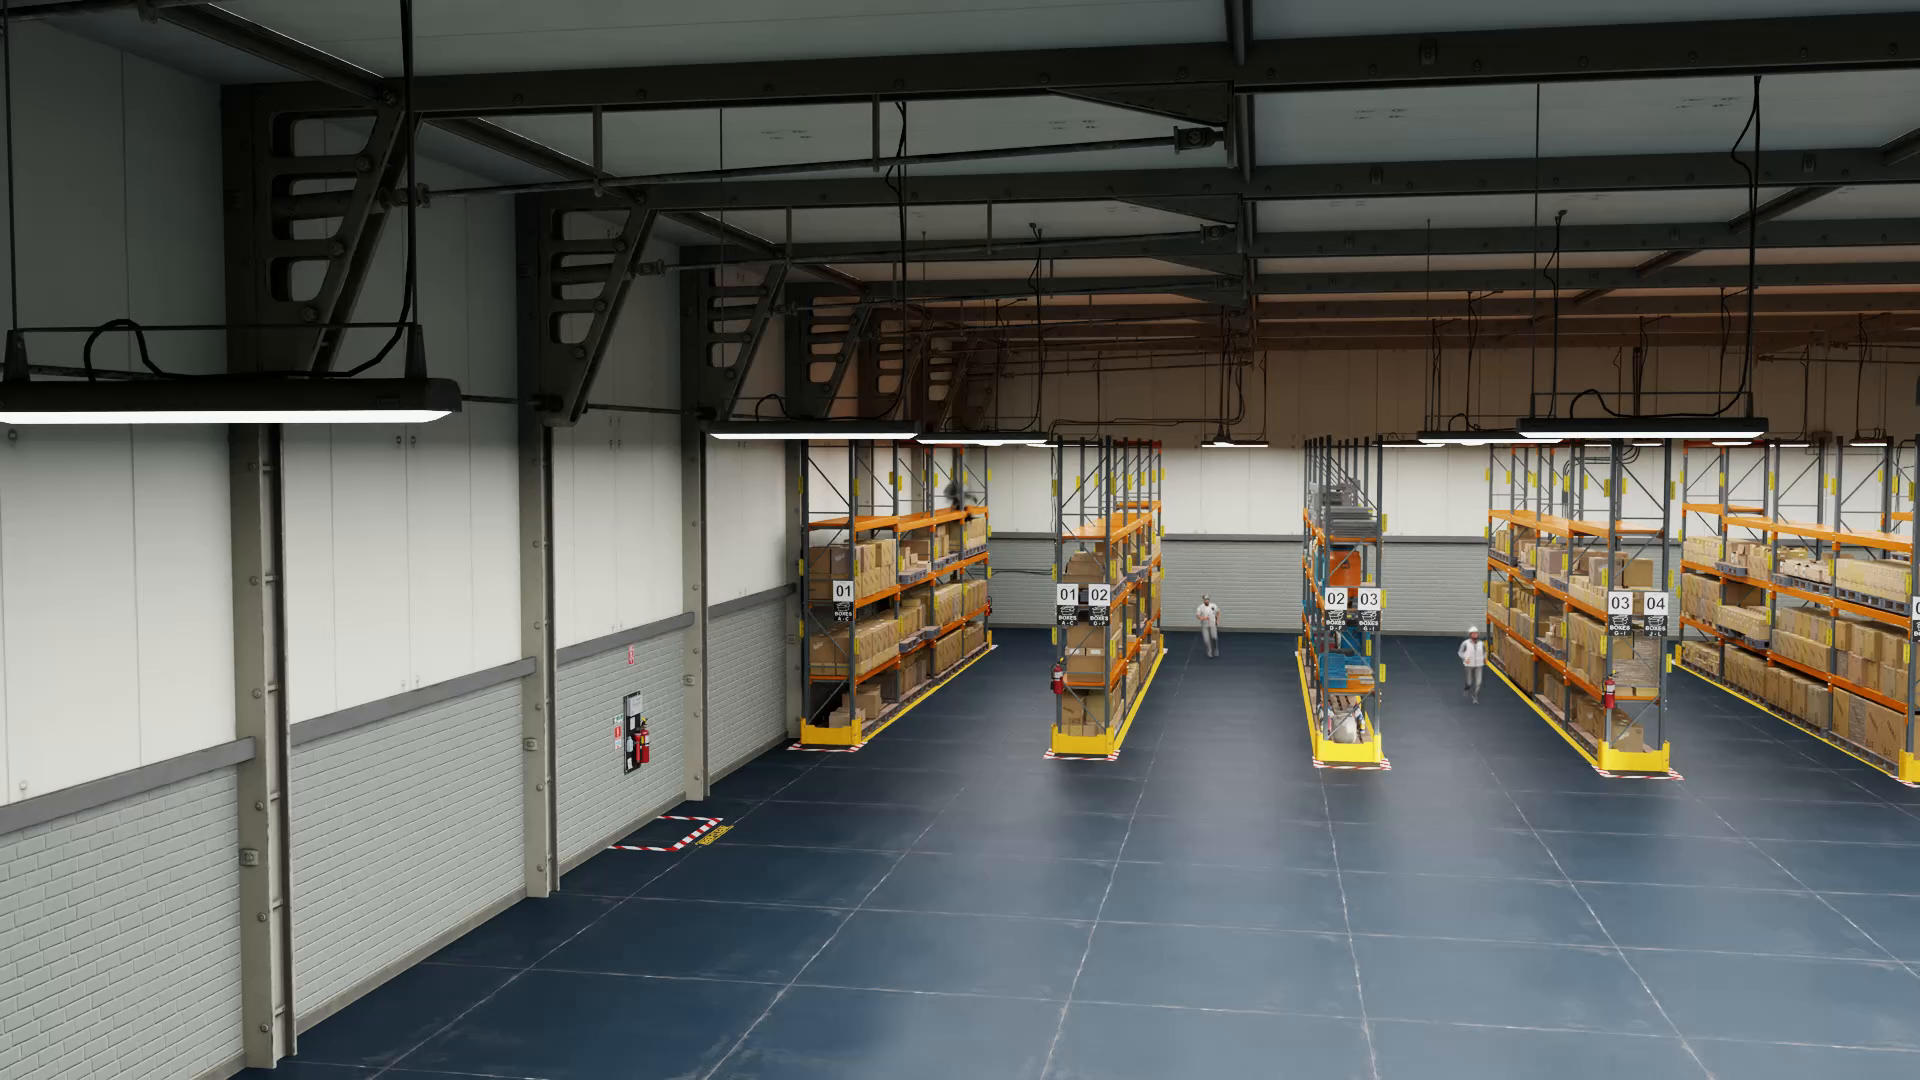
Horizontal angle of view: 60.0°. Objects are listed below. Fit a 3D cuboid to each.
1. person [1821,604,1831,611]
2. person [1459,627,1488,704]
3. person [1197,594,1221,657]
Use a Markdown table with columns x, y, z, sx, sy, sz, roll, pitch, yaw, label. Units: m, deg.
| x | y | z | sx | sy | sz | roll | pitch | yaw | label |
| --- | --- | --- | --- | --- | --- | --- | --- | --- | --- |
| 23.513 | 2.396 | 45.242 | 0.761 | 1.749 | 0.606 | 1 | 3 | 11 | person |
| 11.612 | 2.828 | 37.581 | 0.662 | 1.724 | 0.641 | 0 | 3 | 4 | person |
| 6.865 | 2.363 | 45.990 | 0.644 | 1.745 | 0.621 | 1 | 3 | 13 | person |
